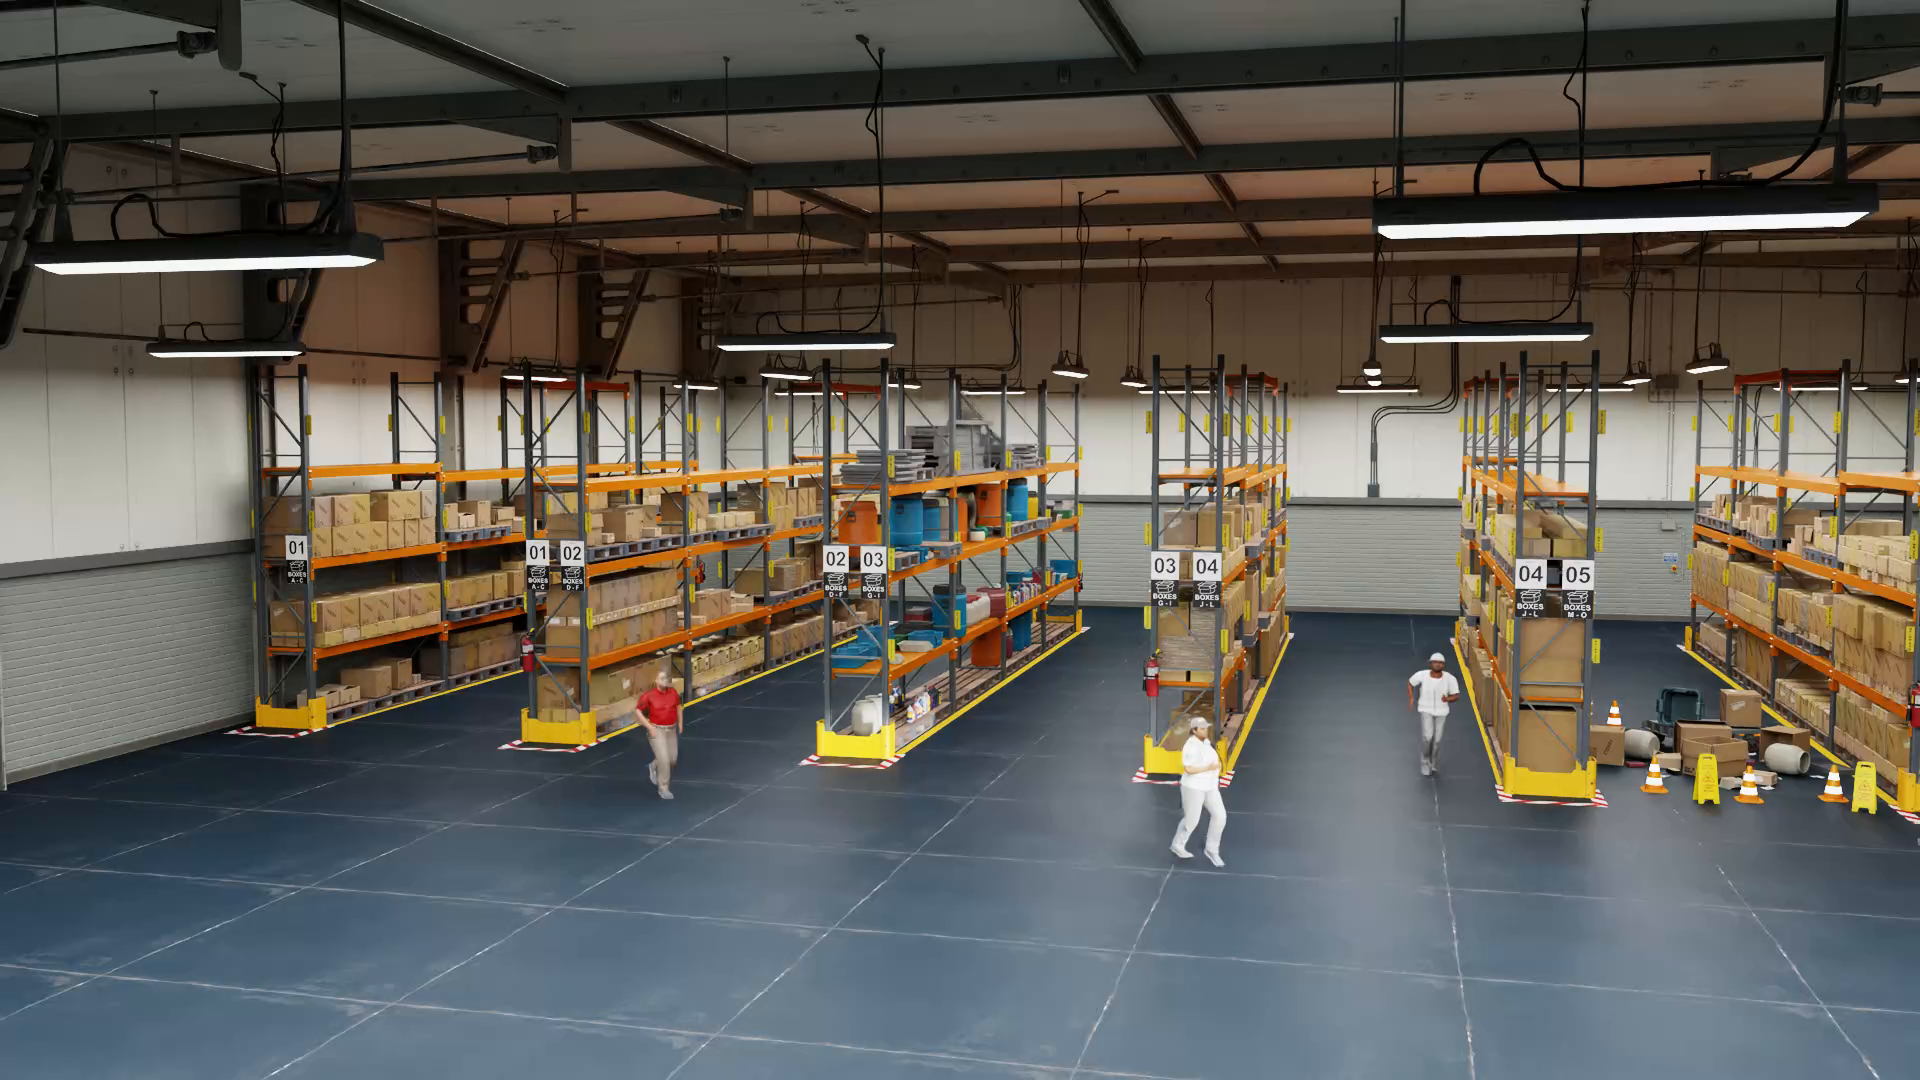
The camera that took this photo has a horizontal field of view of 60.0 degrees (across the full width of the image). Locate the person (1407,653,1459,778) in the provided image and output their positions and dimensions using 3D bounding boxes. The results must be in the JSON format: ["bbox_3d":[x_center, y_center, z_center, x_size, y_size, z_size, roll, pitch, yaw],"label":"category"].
[{"bbox_3d":[6.766,2.488,23.741,0.679,1.774,0.700,0,4,6],"label":"person"}]

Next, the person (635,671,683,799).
[{"bbox_3d":[-4.080,2.612,22.571,0.684,1.701,0.734,-4,5,-43],"label":"person"}]

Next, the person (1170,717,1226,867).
[{"bbox_3d":[2.730,2.870,18.954,0.585,1.723,0.708,-4,5,-42],"label":"person"}]
